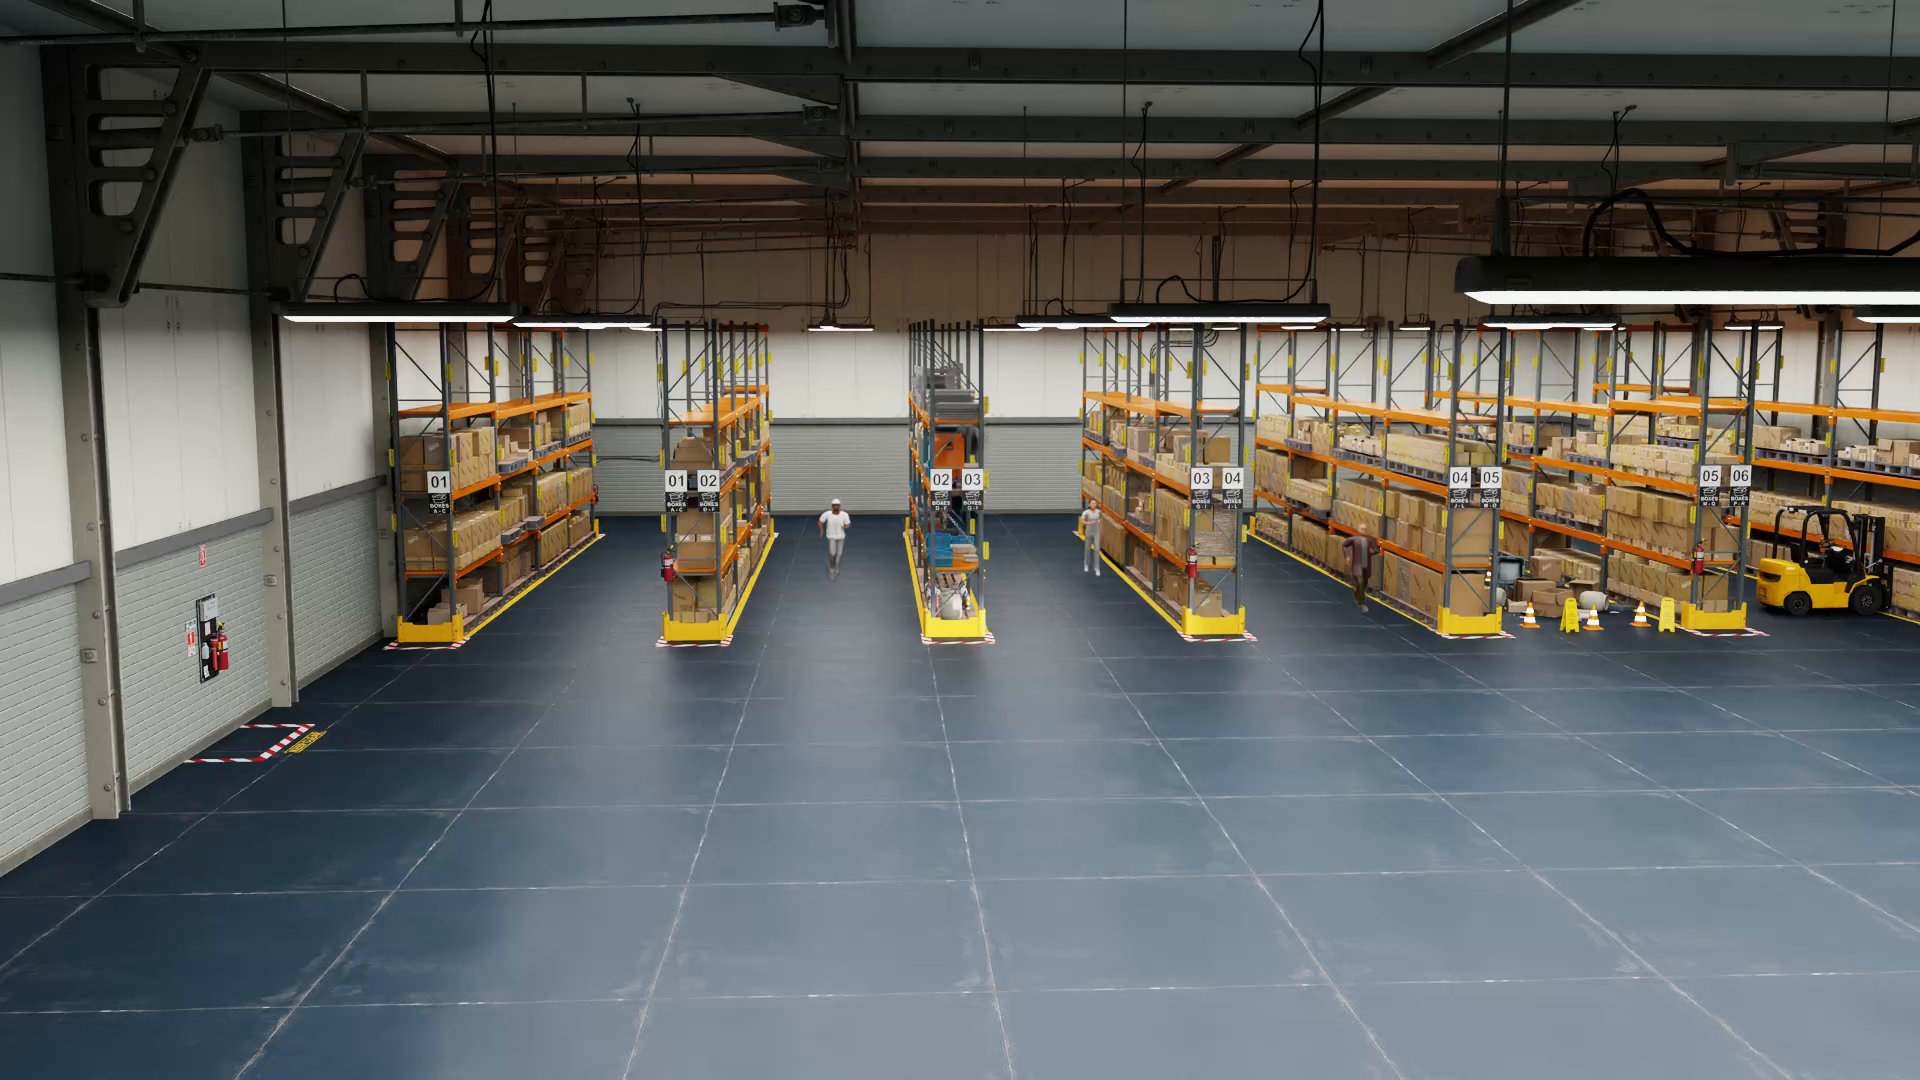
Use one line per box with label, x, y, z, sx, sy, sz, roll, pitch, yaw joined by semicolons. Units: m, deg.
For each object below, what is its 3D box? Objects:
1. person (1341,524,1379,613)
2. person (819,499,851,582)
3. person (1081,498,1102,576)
person;8.336;0.551;34.525;0.695;1.780;1.046;-1;7;-10
person;-2.770;0.002;37.106;0.677;1.841;0.699;-2;7;-14
person;3.006;-0.092;37.921;0.566;1.737;0.776;-1;7;-10
